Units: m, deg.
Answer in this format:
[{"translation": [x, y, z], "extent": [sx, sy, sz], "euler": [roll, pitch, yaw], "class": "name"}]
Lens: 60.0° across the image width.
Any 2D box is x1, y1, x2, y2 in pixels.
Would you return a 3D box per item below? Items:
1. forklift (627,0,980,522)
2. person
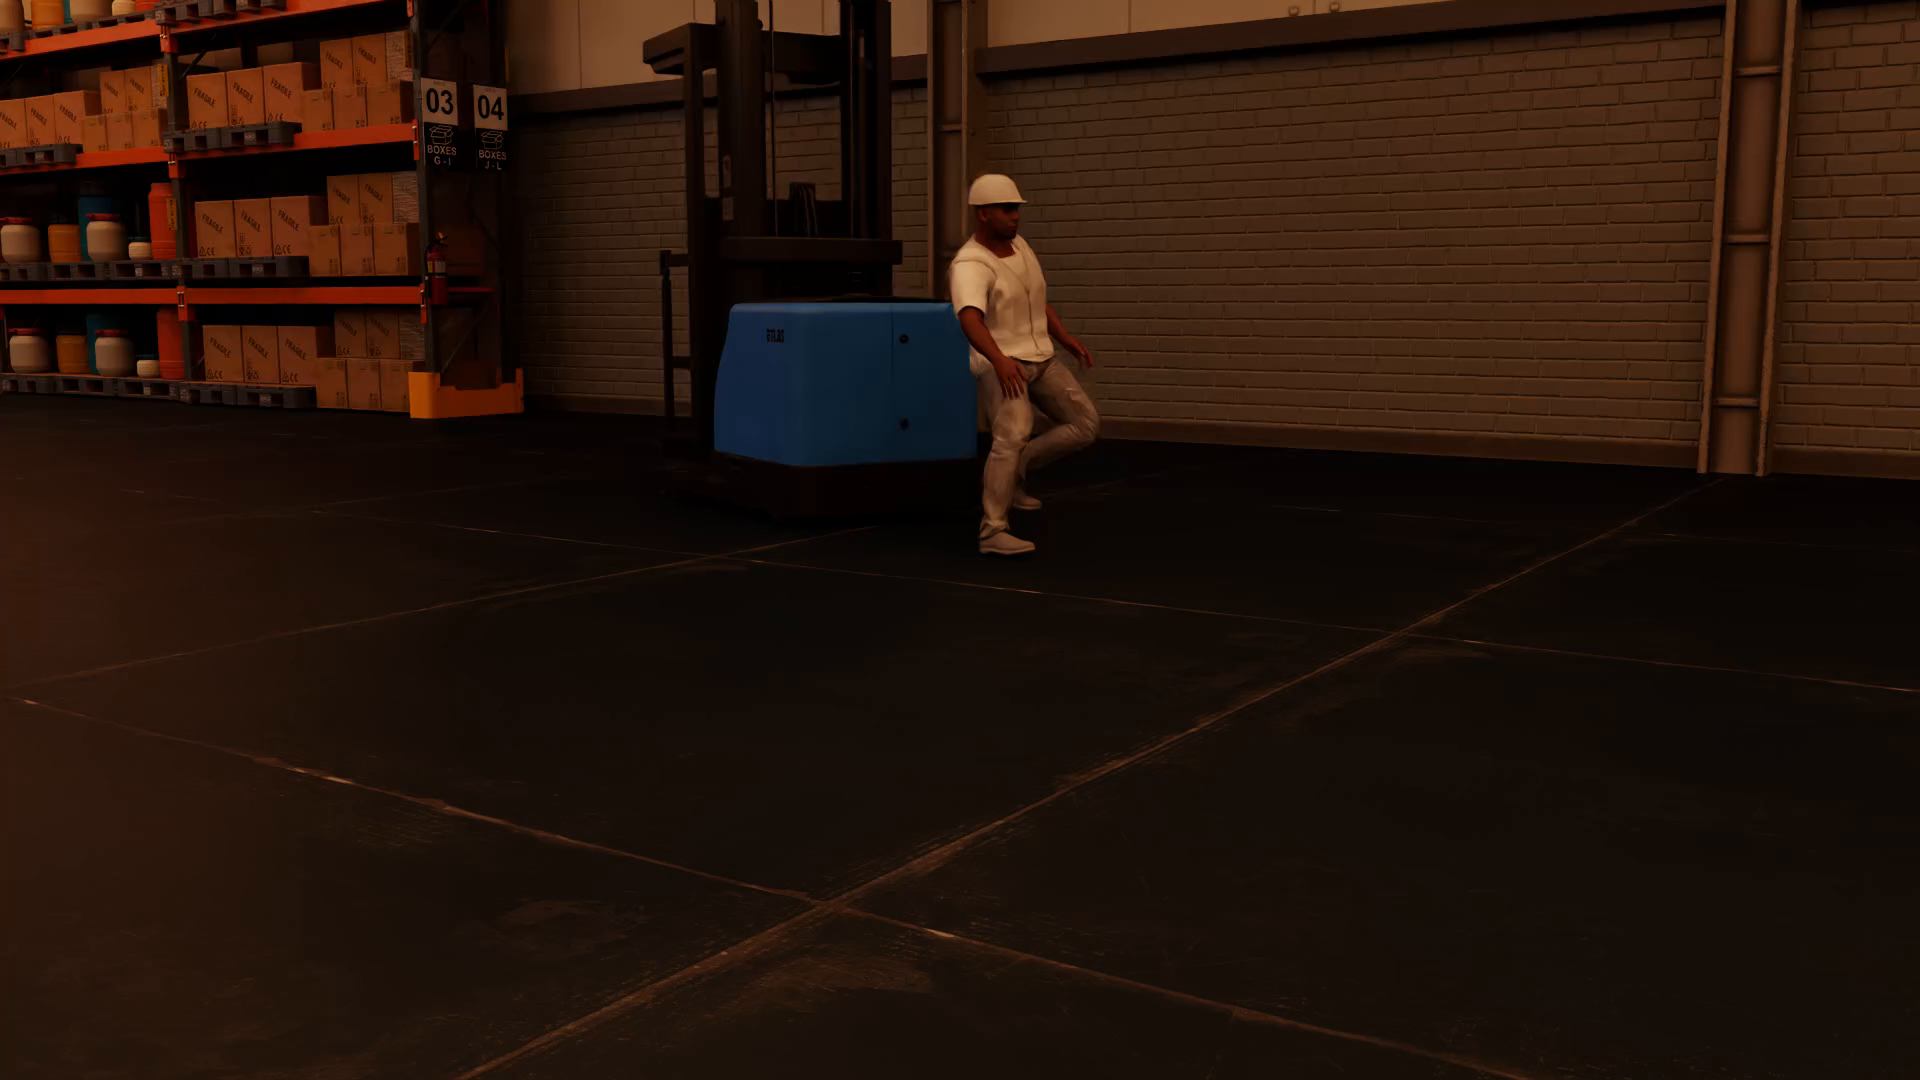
[{"translation": [-1.064, -1.704, 9.175], "extent": [1.130, 2.935, 3.031], "euler": [-5, 9, -29], "class": "forklift"}, {"translation": [0.276, -0.785, 7.342], "extent": [0.676, 1.640, 0.789], "euler": [7, 11, 41], "class": "person"}]
